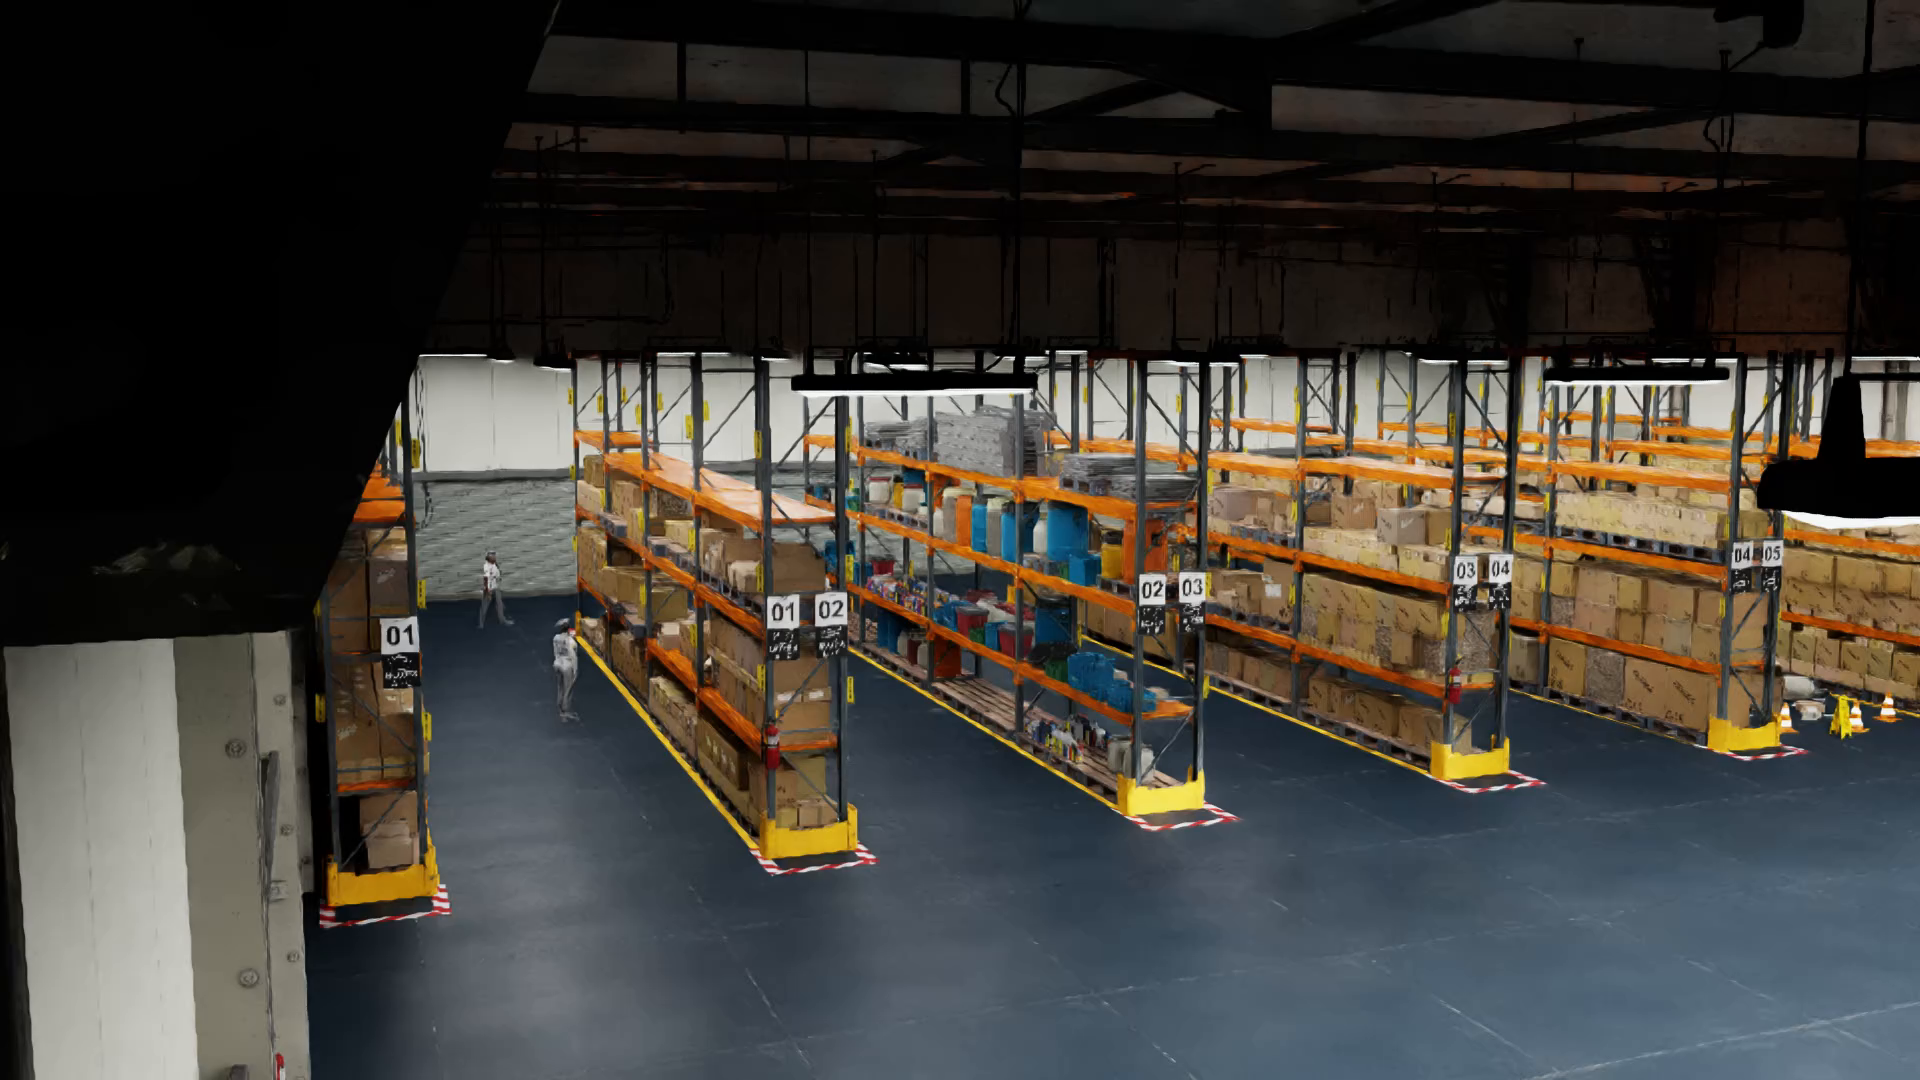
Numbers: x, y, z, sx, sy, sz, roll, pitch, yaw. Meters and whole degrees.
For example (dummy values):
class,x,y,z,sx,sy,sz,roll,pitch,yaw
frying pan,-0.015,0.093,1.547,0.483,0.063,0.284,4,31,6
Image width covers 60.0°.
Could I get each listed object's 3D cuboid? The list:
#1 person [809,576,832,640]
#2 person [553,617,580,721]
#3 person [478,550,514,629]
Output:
class,x,y,z,sx,sy,sz,roll,pitch,yaw
person,-2.887,1.273,34.318,0.534,1.598,0.934,0,7,0
person,-6.433,2.105,27.245,0.532,1.677,0.409,6,9,38
person,-10.063,1.043,35.821,0.560,1.671,0.700,2,7,18
